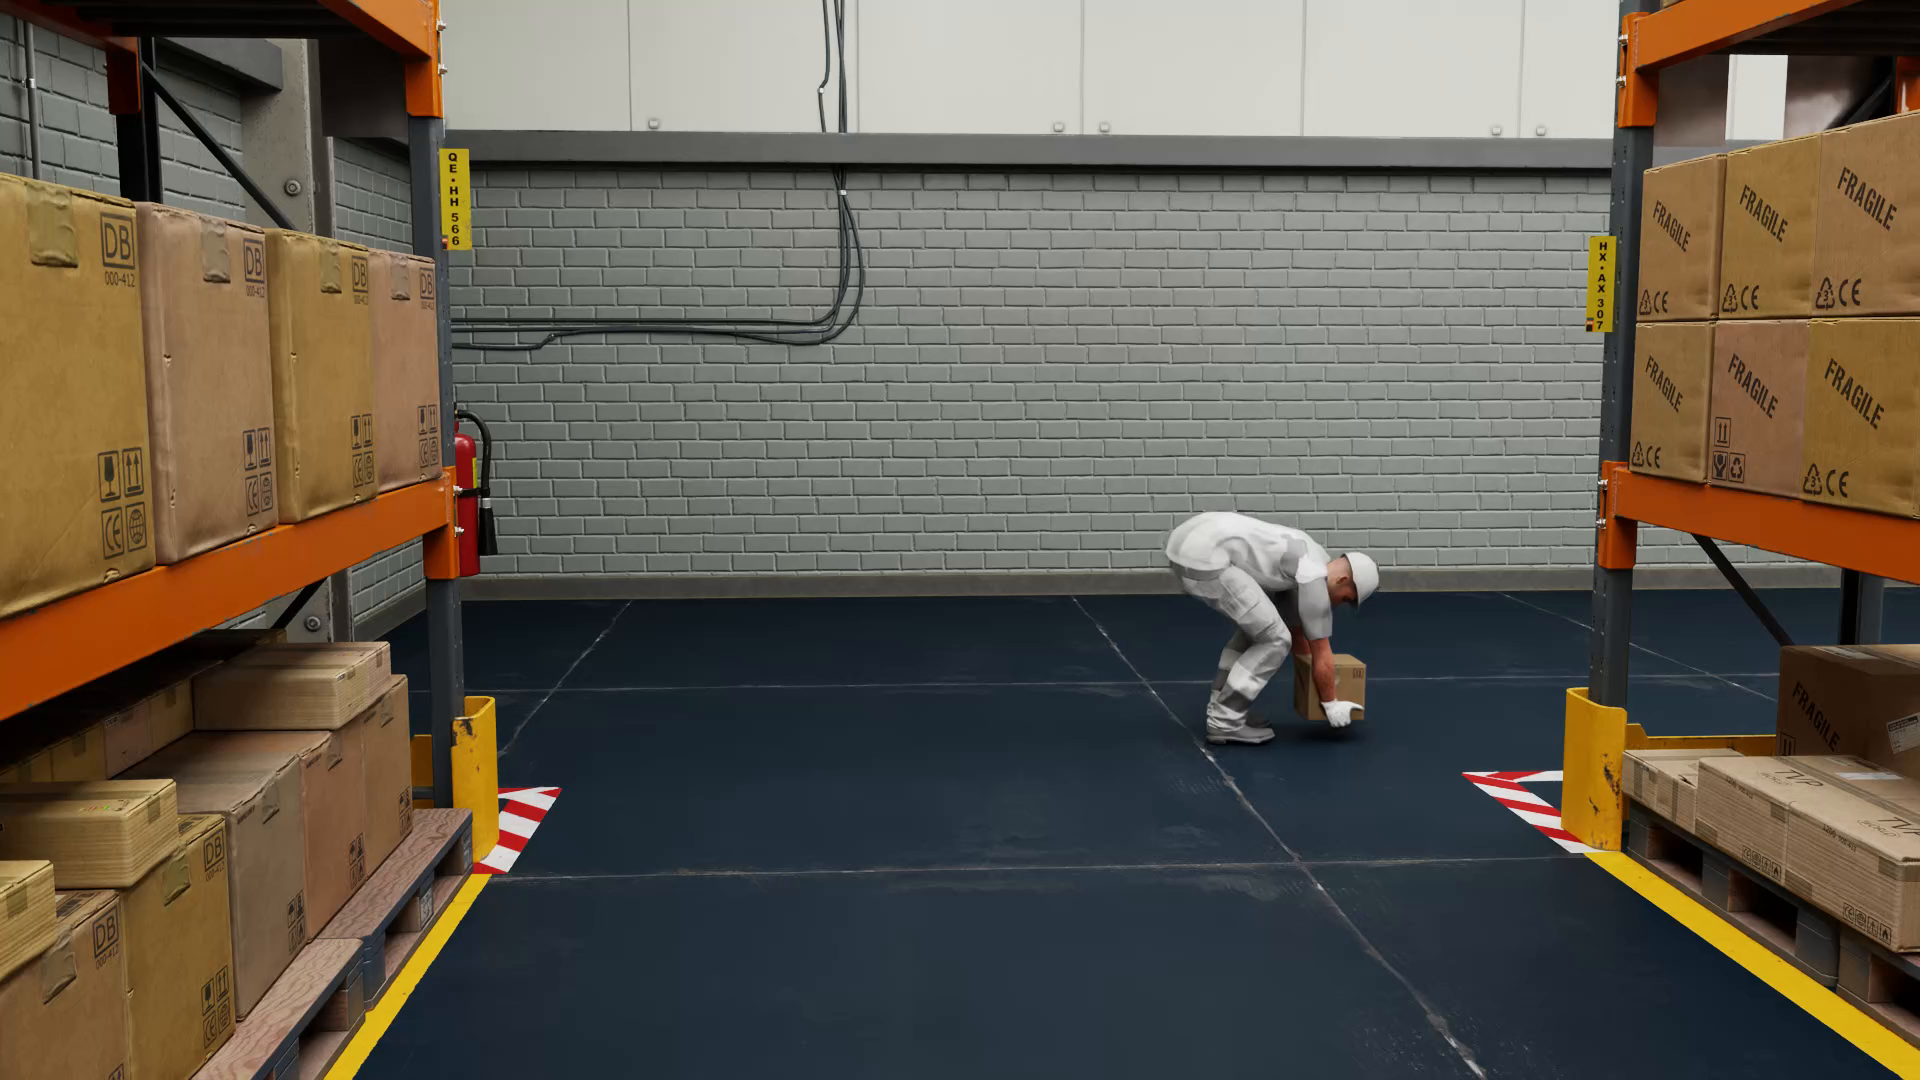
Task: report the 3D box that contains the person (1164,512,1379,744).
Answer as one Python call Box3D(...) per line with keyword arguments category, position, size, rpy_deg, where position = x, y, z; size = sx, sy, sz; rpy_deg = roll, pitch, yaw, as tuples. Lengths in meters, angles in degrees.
Box3D(category="person", position=(1.380, 0.372, 7.340), size=(0.950, 0.997, 0.519), rpy_deg=(-1, 7, -7))
